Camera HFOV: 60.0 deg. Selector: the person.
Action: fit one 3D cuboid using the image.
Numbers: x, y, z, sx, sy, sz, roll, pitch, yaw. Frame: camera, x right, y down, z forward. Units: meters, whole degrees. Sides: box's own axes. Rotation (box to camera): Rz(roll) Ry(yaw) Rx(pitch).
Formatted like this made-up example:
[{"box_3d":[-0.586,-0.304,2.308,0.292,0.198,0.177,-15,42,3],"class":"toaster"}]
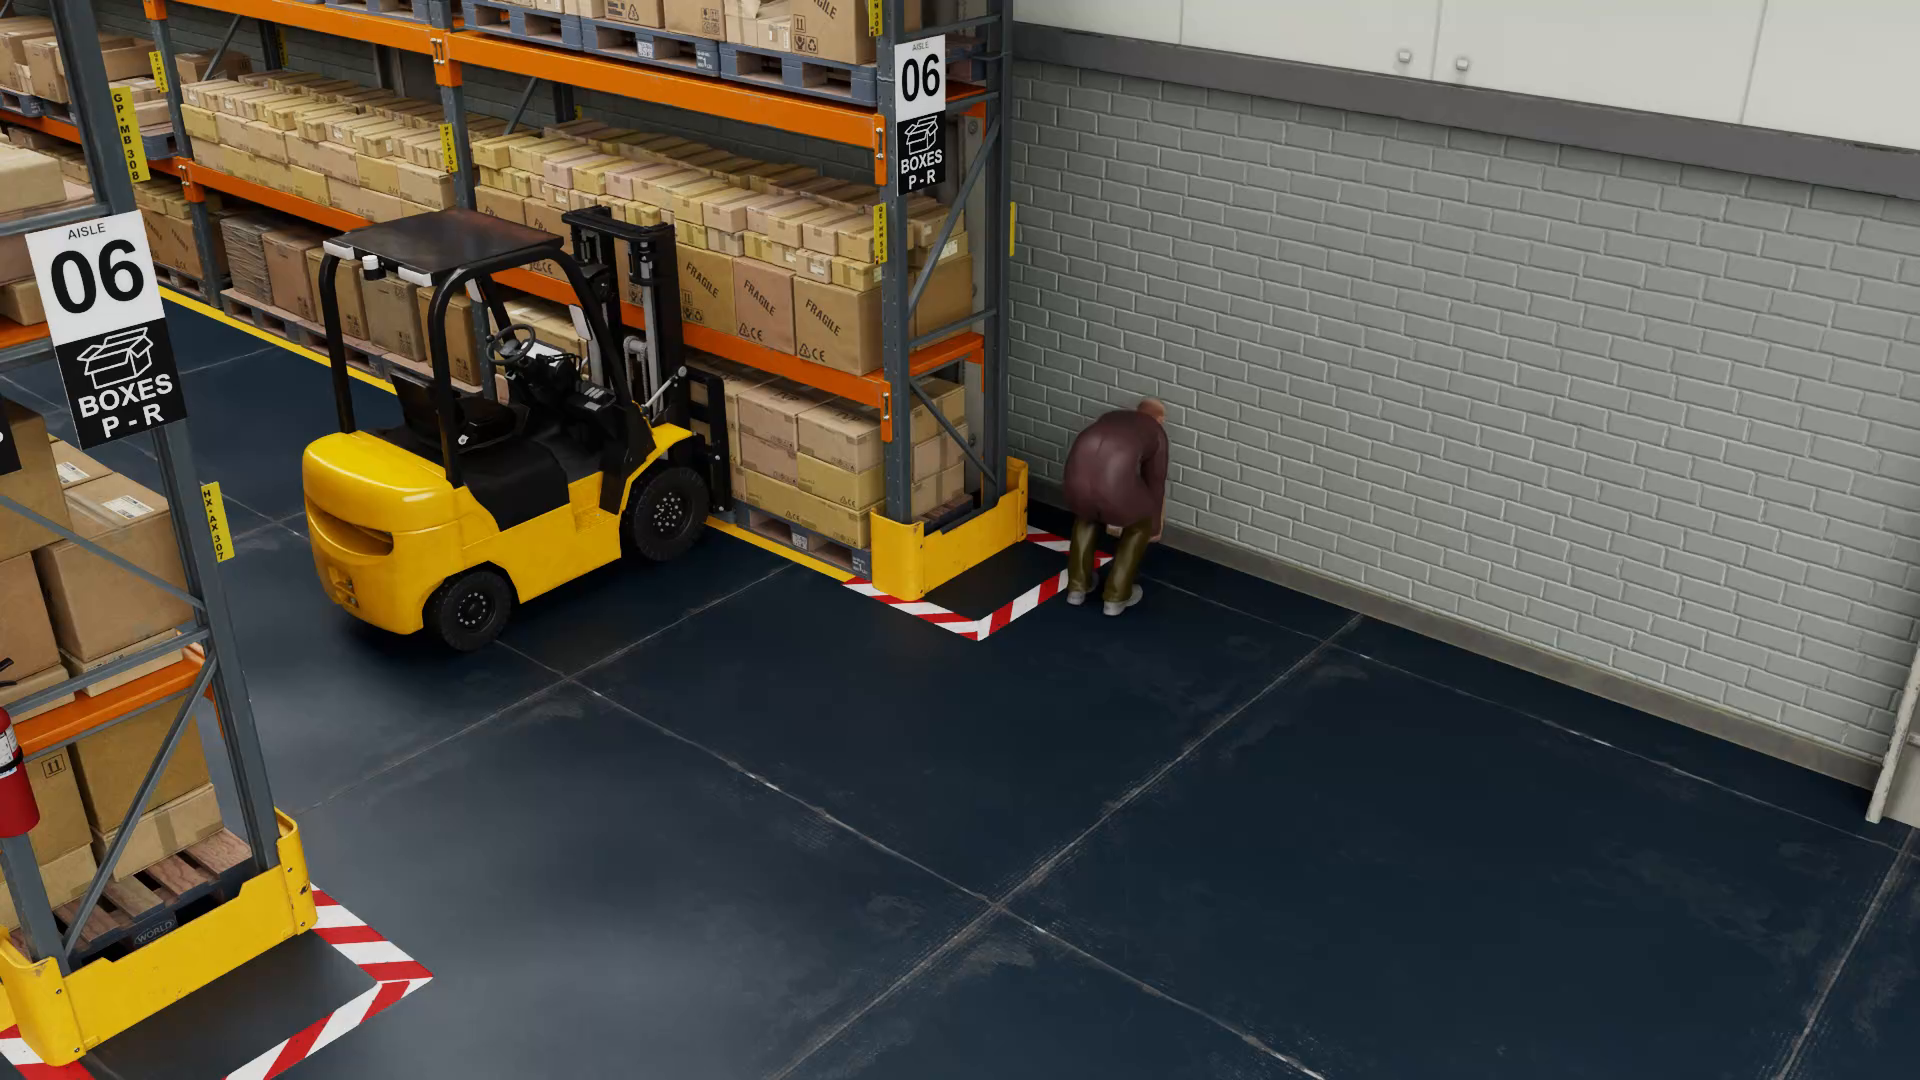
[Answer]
[{"box_3d":[0.958,-0.231,9.804,0.571,1.127,0.950,15,30,26],"class":"person"}]
